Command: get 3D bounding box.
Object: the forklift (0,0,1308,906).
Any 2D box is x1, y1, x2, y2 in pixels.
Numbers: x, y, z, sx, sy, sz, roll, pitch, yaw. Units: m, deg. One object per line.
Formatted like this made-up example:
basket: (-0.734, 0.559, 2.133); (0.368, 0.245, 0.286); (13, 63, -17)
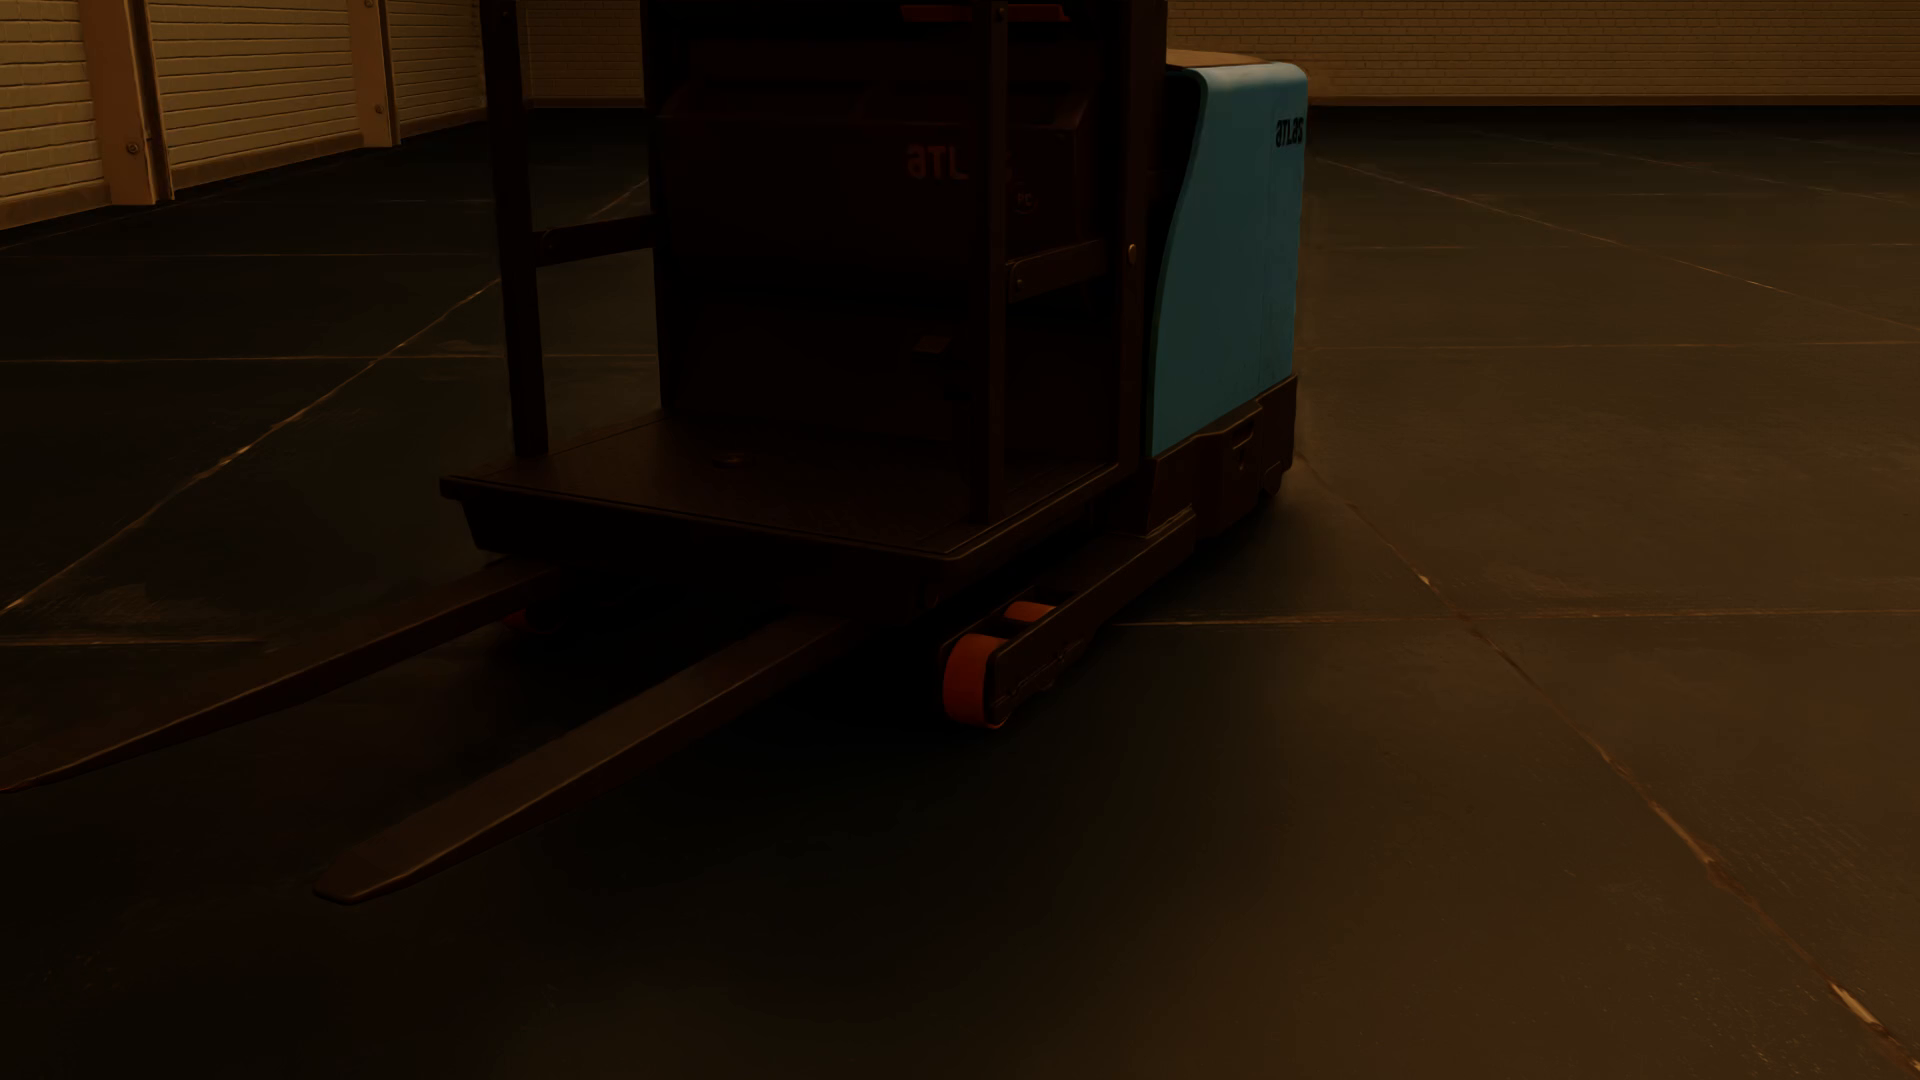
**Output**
forklift: (-0.271, -1.224, 2.910); (1.130, 2.935, 3.031); (9, 19, 26)
